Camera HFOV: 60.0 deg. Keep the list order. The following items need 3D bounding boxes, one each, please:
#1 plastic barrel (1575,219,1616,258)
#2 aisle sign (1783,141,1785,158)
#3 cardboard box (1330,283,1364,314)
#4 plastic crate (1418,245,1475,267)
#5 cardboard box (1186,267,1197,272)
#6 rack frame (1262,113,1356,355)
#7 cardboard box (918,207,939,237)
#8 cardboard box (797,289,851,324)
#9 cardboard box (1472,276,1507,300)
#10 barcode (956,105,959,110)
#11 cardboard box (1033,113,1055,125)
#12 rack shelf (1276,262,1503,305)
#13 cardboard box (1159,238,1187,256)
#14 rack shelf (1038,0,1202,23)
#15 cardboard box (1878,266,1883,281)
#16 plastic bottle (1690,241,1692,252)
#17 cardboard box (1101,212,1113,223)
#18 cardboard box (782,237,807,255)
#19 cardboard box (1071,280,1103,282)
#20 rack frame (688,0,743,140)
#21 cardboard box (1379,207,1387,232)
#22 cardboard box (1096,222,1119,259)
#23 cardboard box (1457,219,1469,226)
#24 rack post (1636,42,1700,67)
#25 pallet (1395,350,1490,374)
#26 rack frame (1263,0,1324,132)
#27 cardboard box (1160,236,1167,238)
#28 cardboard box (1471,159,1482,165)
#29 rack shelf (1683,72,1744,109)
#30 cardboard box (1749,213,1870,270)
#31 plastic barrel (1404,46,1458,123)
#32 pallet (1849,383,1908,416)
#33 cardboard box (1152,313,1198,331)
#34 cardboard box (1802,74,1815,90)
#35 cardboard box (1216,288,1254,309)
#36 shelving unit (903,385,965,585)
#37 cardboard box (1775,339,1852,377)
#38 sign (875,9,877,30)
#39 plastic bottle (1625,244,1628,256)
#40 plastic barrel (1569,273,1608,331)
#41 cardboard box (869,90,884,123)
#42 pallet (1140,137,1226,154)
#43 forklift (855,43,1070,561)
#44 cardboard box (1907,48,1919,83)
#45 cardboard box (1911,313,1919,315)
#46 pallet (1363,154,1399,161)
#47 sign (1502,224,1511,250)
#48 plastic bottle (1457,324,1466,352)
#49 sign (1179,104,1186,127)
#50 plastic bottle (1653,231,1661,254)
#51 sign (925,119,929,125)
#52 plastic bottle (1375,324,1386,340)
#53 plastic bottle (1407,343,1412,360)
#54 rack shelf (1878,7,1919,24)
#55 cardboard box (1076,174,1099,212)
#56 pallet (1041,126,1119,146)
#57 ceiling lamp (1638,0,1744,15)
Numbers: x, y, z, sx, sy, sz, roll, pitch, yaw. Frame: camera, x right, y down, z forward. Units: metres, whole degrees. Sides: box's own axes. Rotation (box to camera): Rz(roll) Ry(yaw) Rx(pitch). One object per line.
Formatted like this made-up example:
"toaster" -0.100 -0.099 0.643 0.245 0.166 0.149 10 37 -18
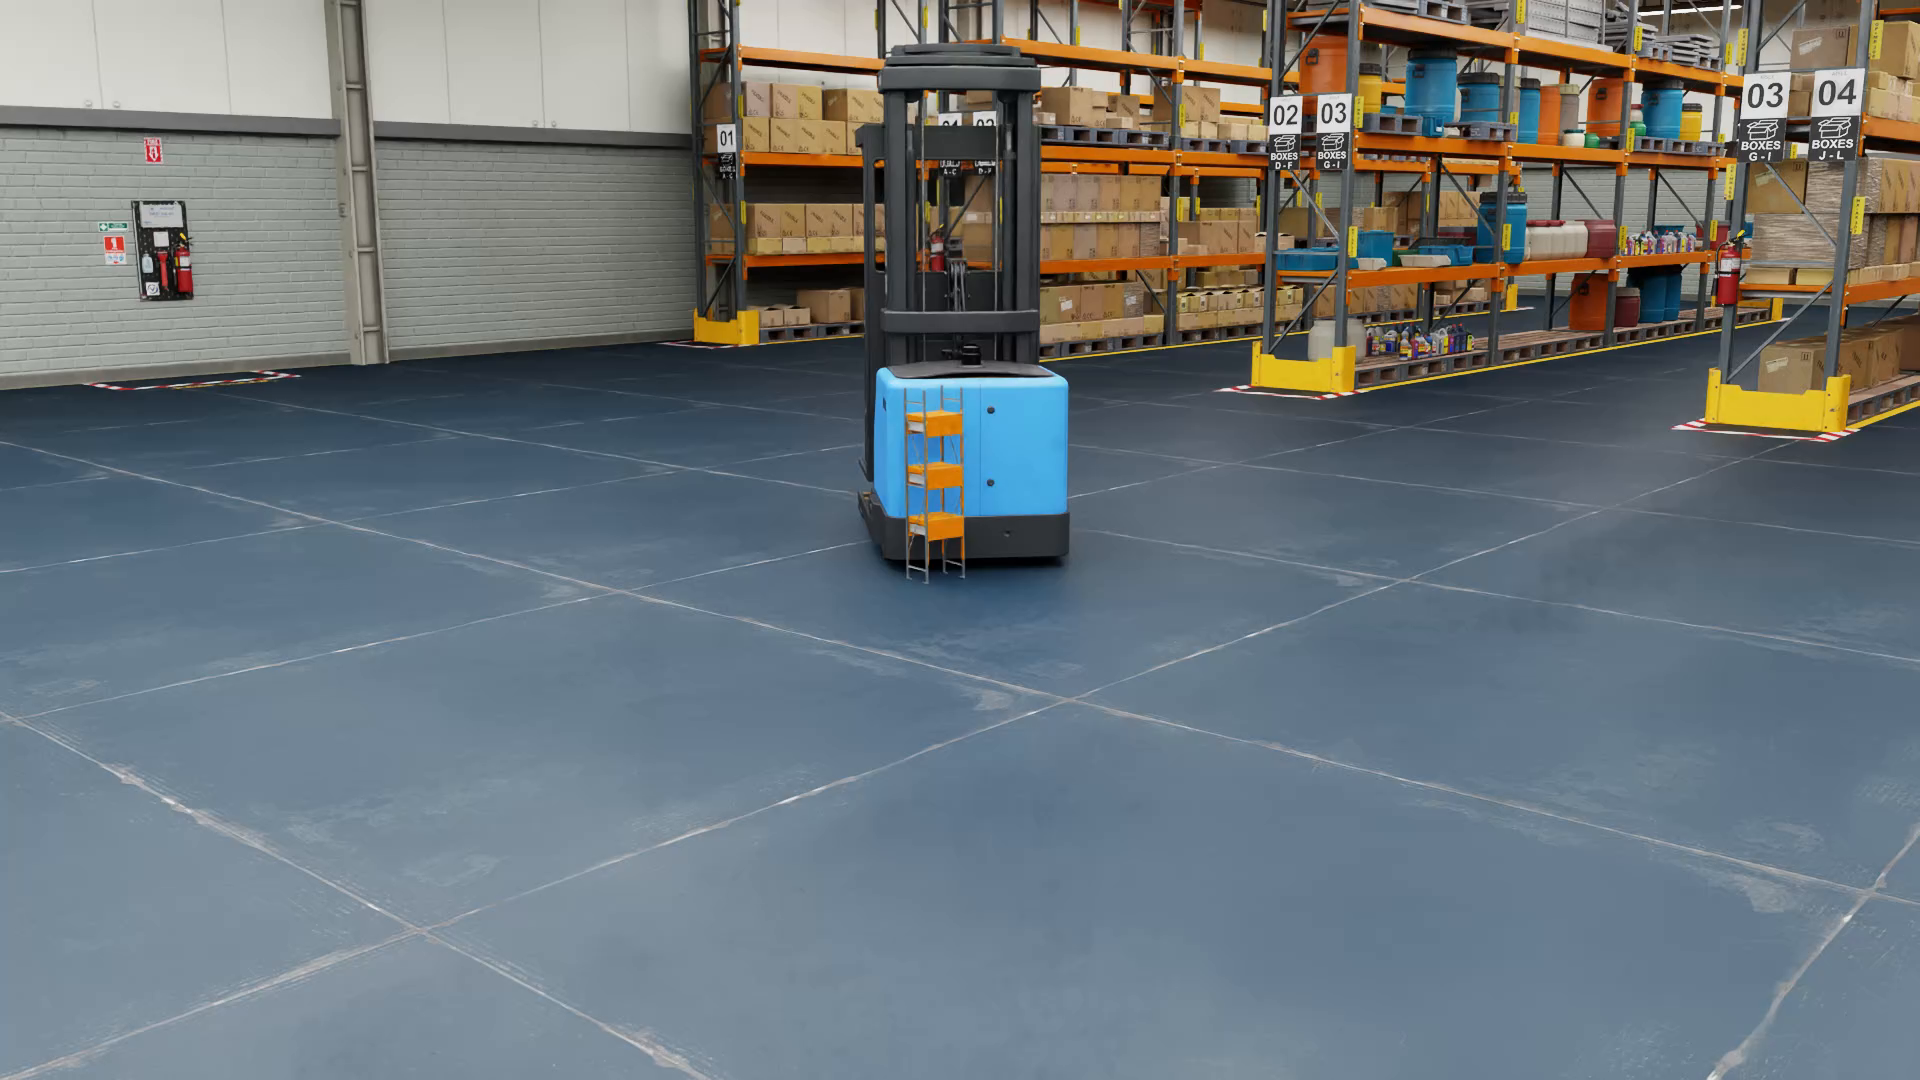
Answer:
"plastic barrel" 9.054 -4.308 23.776 0.600 0.536 0.708 10 15 40
"aisle sign" 14.681 -6.774 29.829 0.394 0.787 0.004 10 15 40
"cardboard box" 6.606 -4.161 28.644 0.500 0.500 0.500 10 15 40
"plastic crate" 5.966 -3.490 20.404 0.499 0.251 0.616 10 15 40
"cardboard box" 4.657 -5.618 34.333 0.380 0.149 0.250 10 15 40
"rack frame" 3.852 -3.172 18.434 1.000 3.000 0.127 10 15 40
"cardboard box" -0.588 -5.377 28.093 0.700 0.500 0.500 10 15 41
"cardboard box" -2.167 -3.718 26.428 0.700 0.500 0.500 9 14 37
"cardboard box" 10.522 -5.045 33.071 0.500 0.500 0.500 10 15 40
"barcode" -0.029 -5.675 21.827 0.001 0.075 0.075 10 15 40
"cardboard box" 1.043 -5.586 22.072 0.380 0.149 0.250 10 15 40
"rack shelf" 5.172 -3.113 19.978 1.077 0.370 4.000 10 15 40
"cardboard box" 3.066 -4.406 24.995 0.500 0.250 0.500 11 16 44
"rack shelf" 3.011 -10.143 31.371 1.077 0.370 4.000 10 15 40
"cardboard box" 8.760 -2.604 16.233 0.380 0.149 0.250 10 15 40
"plastic bottle" 11.700 -4.720 26.690 0.097 0.201 0.097 0 11 0
"cardboard box" 1.916 -4.514 23.243 0.380 0.149 0.250 10 15 42
"cardboard box" -2.697 -4.498 25.405 0.500 0.250 0.500 9 15 39
"cardboard box" 1.909 -3.524 24.232 0.500 0.500 0.500 10 15 40
"rack frame" -3.590 -7.395 24.259 1.000 3.000 0.127 10 15 40
"cardboard box" 7.168 -5.683 29.680 0.500 0.500 0.700 -9 15 -39
"cardboard box" 1.809 -4.233 23.489 0.700 0.500 0.500 10 15 41
"cardboard box" 9.264 -5.816 31.418 0.500 0.500 0.500 10 15 40
"rack post" 10.533 -7.320 25.161 0.954 0.300 0.937 -10 15 -41
"pallet" 6.018 -2.300 21.186 1.003 0.211 1.213 10 15 40
"rack frame" 5.415 -7.932 26.948 1.000 3.000 0.127 10 15 40
"cardboard box" 3.837 -5.900 32.681 0.380 0.149 0.250 10 15 40
"cardboard box" 9.554 -7.236 31.505 0.500 0.250 0.500 10 15 40
"rack shelf" 13.094 -7.625 28.269 1.077 0.370 4.000 10 15 40
"cardboard box" 7.956 -2.804 15.576 0.875 0.500 0.500 10 15 40
"plastic barrel" 5.755 -5.551 20.333 0.600 0.901 0.708 10 15 40
"pallet" 8.991 -1.469 17.027 1.003 0.211 1.213 10 15 40
"cardboard box" 3.227 -3.286 24.954 0.500 0.250 0.500 9 15 39
"cardboard box" 7.781 -4.229 15.432 0.380 0.149 0.250 9 14 39
"cardboard box" 4.248 -3.789 26.039 0.500 0.311 0.500 10 15 42
"shelving unit" -0.139 -0.304 9.044 0.252 1.050 0.215 -8 13 -35
"cardboard box" 8.366 -1.694 16.343 0.500 0.500 0.500 -7 13 -33
"sign" -1.370 -8.590 27.454 0.100 0.325 0.005 10 15 40
"plastic bottle" 9.823 -4.301 24.595 0.097 0.201 0.097 0 11 0
"plastic barrel" 9.443 -3.565 24.870 0.600 0.830 0.708 10 15 40
"cardboard box" -1.432 -6.870 26.433 0.500 0.500 0.500 11 16 43
"pallet" 3.347 -5.910 24.973 0.805 0.209 1.217 9 14 38
"forklift" -0.080 -1.559 10.533 1.130 2.935 3.031 -1 11 -7
"cardboard box" 10.107 -4.932 17.296 0.500 0.500 0.500 9 15 39
"cardboard box" 12.070 -2.514 20.399 0.700 0.500 0.500 8 14 36
"pallet" 6.890 -6.717 29.006 1.213 0.211 1.003 10 15 40
"sign" 6.898 -3.823 20.989 0.100 0.325 0.005 10 15 40
"plastic bottle" 6.284 -2.545 20.936 0.144 0.351 0.185 9 15 39
"sign" 3.192 -6.093 23.879 0.100 0.325 0.005 10 15 40
"plastic bottle" 10.685 -4.574 25.578 0.144 0.351 0.185 10 15 40
"sign" -0.537 -6.697 27.103 0.100 0.325 0.005 10 15 40
"plastic bottle" 5.243 -2.522 20.819 0.144 0.351 0.185 10 15 40
"plastic bottle" 5.351 -2.257 19.875 0.097 0.201 0.097 0 11 0
"rack shelf" 11.533 -5.807 19.170 1.077 0.370 4.000 10 15 40
"cardboard box" 1.492 -4.799 23.013 0.700 0.500 0.500 10 15 40
"pallet" 1.425 -5.521 22.765 1.003 0.211 1.213 10 15 40
"ceiling lamp" 14.344 -12.042 32.625 2.000 3.185 0.800 10 15 40
